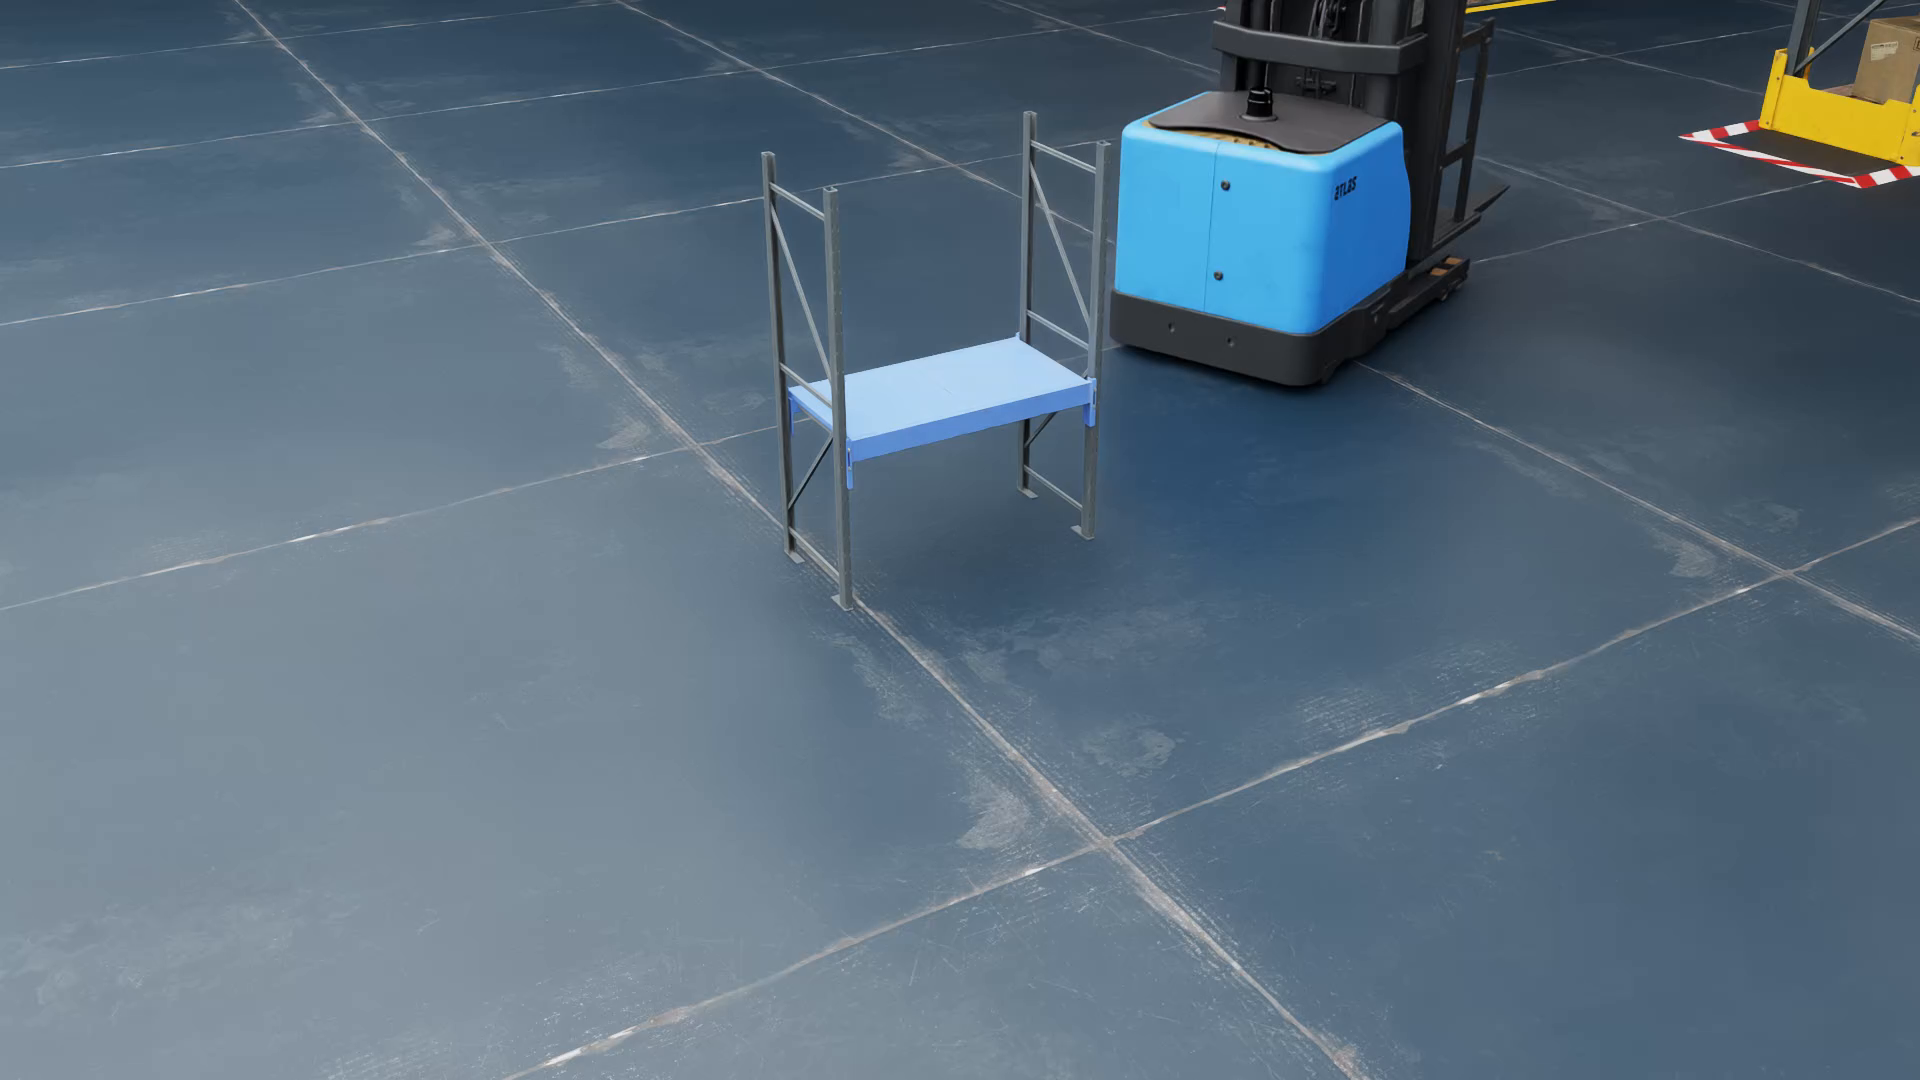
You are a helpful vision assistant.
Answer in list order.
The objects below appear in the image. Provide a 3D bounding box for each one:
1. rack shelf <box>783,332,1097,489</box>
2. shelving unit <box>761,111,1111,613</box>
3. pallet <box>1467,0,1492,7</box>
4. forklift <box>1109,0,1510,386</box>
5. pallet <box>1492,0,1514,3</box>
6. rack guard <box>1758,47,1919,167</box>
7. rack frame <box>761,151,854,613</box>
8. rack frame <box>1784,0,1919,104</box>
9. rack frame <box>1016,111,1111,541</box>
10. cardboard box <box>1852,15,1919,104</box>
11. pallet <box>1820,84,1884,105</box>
[{"bbox_3d":[-0.074,-0.478,5.937,1.000,0.185,0.538,-16,33,-26],"label":"rack shelf"},{"bbox_3d":[-0.074,-0.636,5.850,1.048,1.500,0.538,-16,33,-26],"label":"shelving unit"},{"bbox_3d":[4.057,-5.011,15.111,1.213,0.211,1.003,-16,33,-26],"label":"pallet"},{"bbox_3d":[1.973,-2.619,7.963,1.130,2.935,3.031,19,34,31],"label":"forklift"},{"bbox_3d":[5.107,-5.307,15.648,1.213,0.211,1.003,-16,33,-26],"label":"pallet"},{"bbox_3d":[5.887,-2.857,10.910,0.348,0.500,1.175,-16,33,-26],"label":"rack guard"},{"bbox_3d":[-0.512,-0.511,5.624,0.032,1.500,0.500,-16,33,-26],"label":"rack frame"},{"bbox_3d":[5.821,-3.933,10.273,0.127,3.000,1.000,-16,33,-26],"label":"rack frame"},{"bbox_3d":[0.365,-0.760,6.075,0.032,1.500,0.500,-16,33,-26],"label":"rack frame"},{"bbox_3d":[6.368,-3.169,11.040,0.500,0.500,0.500,-10,30,-17],"label":"cardboard box"},{"bbox_3d":[6.605,-2.915,11.314,1.213,0.211,1.003,-16,33,-26],"label":"pallet"}]
